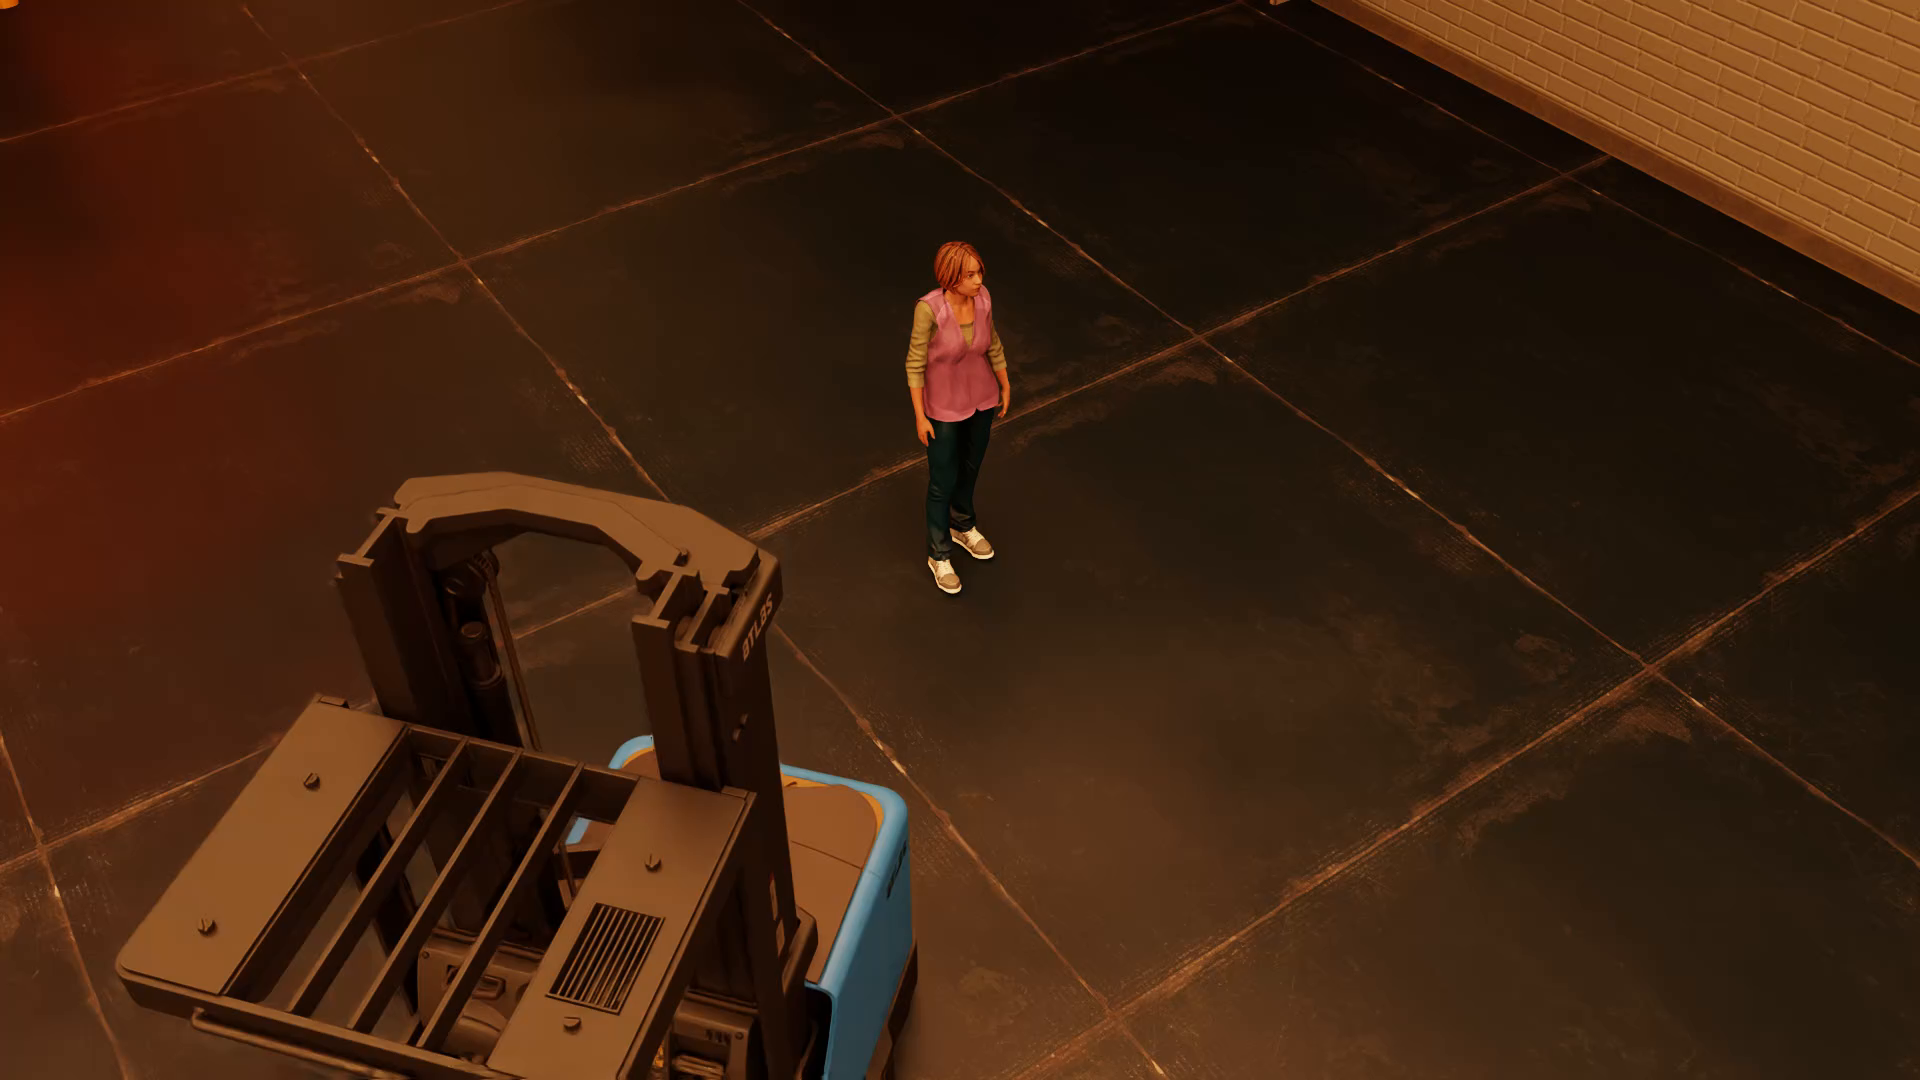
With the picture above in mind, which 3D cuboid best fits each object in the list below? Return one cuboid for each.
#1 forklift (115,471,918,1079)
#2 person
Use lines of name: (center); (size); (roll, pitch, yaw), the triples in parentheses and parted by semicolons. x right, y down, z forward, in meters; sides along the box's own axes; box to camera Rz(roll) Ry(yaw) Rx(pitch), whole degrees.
forklift: (-1.043, 1.404, 4.192); (1.130, 2.935, 3.031); (11, 44, 11)
person: (0.031, -0.546, 7.281); (0.520, 1.599, 0.473); (-25, 48, -25)
